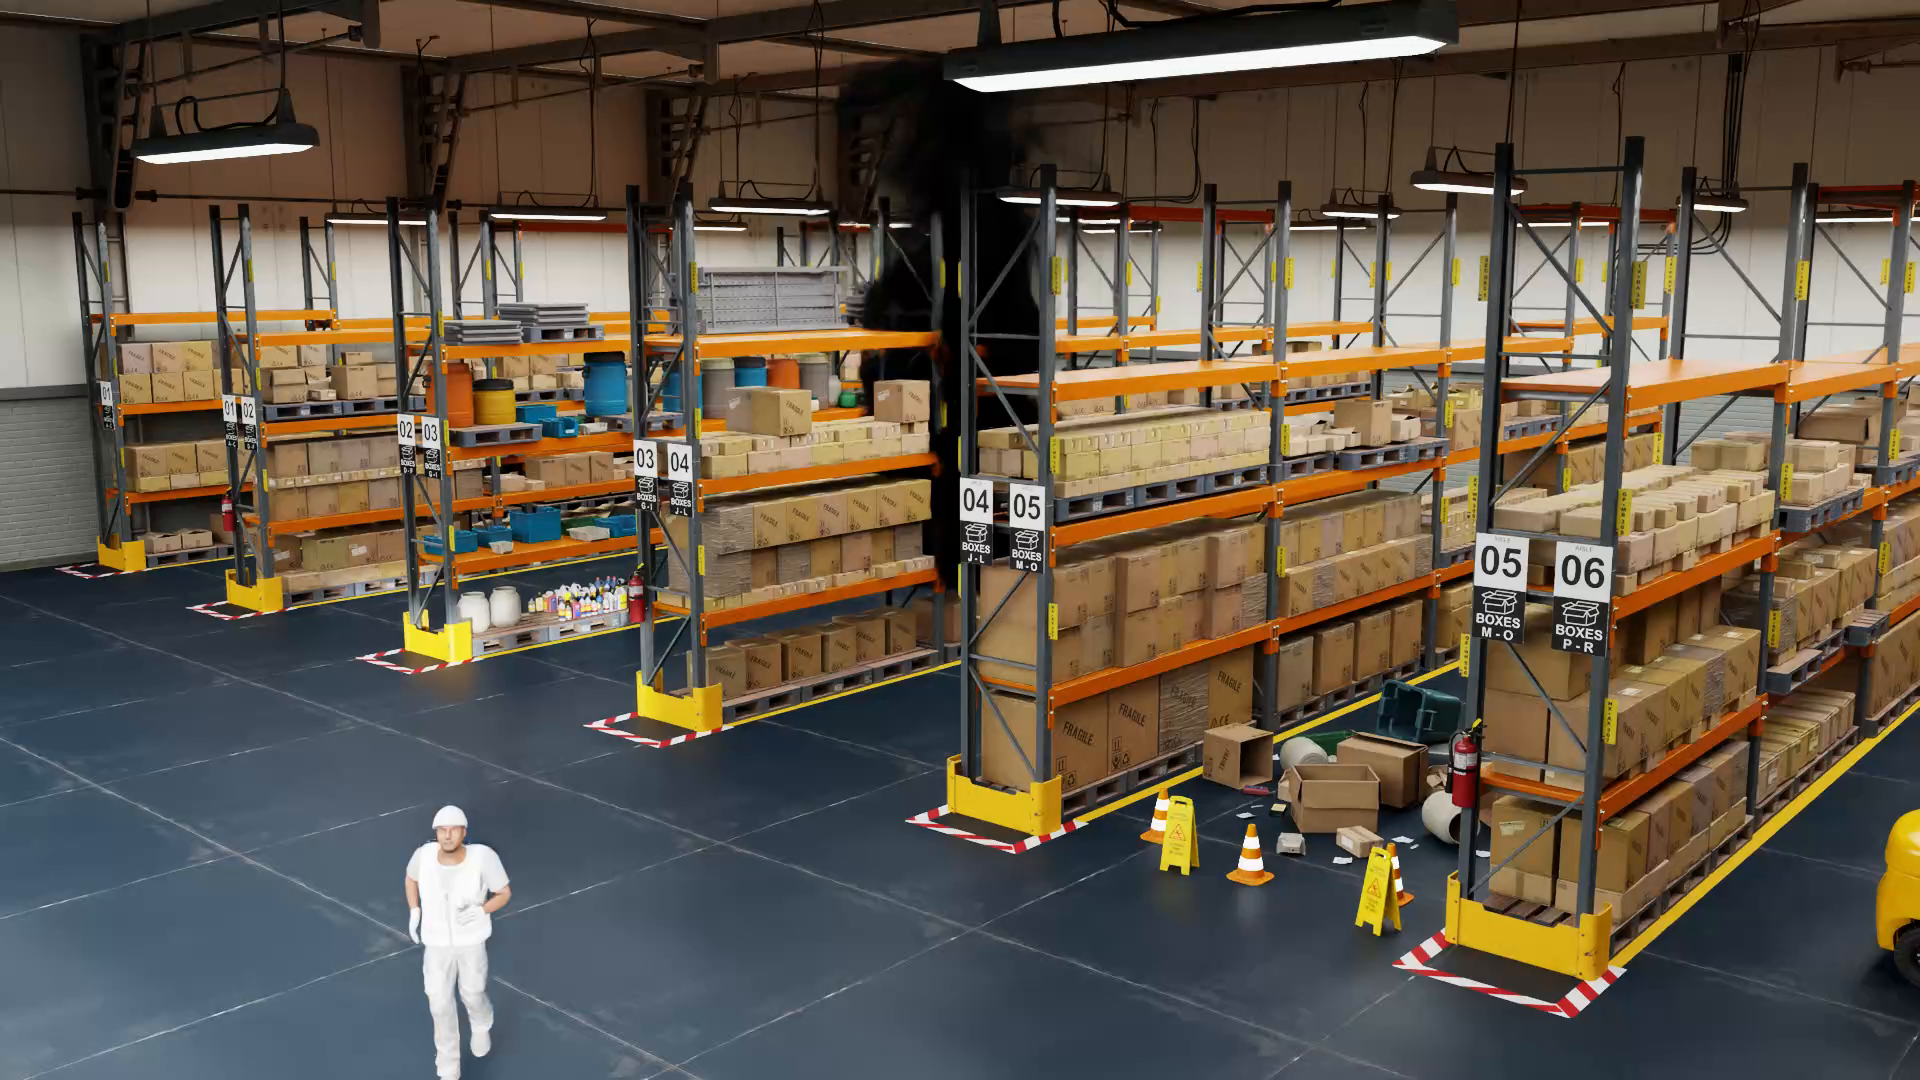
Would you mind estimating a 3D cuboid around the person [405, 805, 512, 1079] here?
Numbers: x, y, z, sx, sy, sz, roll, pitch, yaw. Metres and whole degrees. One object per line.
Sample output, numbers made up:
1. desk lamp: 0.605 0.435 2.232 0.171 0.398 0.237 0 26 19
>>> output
1. person: -3.190 2.563 10.582 0.685 1.830 0.776 -1 10 -6
